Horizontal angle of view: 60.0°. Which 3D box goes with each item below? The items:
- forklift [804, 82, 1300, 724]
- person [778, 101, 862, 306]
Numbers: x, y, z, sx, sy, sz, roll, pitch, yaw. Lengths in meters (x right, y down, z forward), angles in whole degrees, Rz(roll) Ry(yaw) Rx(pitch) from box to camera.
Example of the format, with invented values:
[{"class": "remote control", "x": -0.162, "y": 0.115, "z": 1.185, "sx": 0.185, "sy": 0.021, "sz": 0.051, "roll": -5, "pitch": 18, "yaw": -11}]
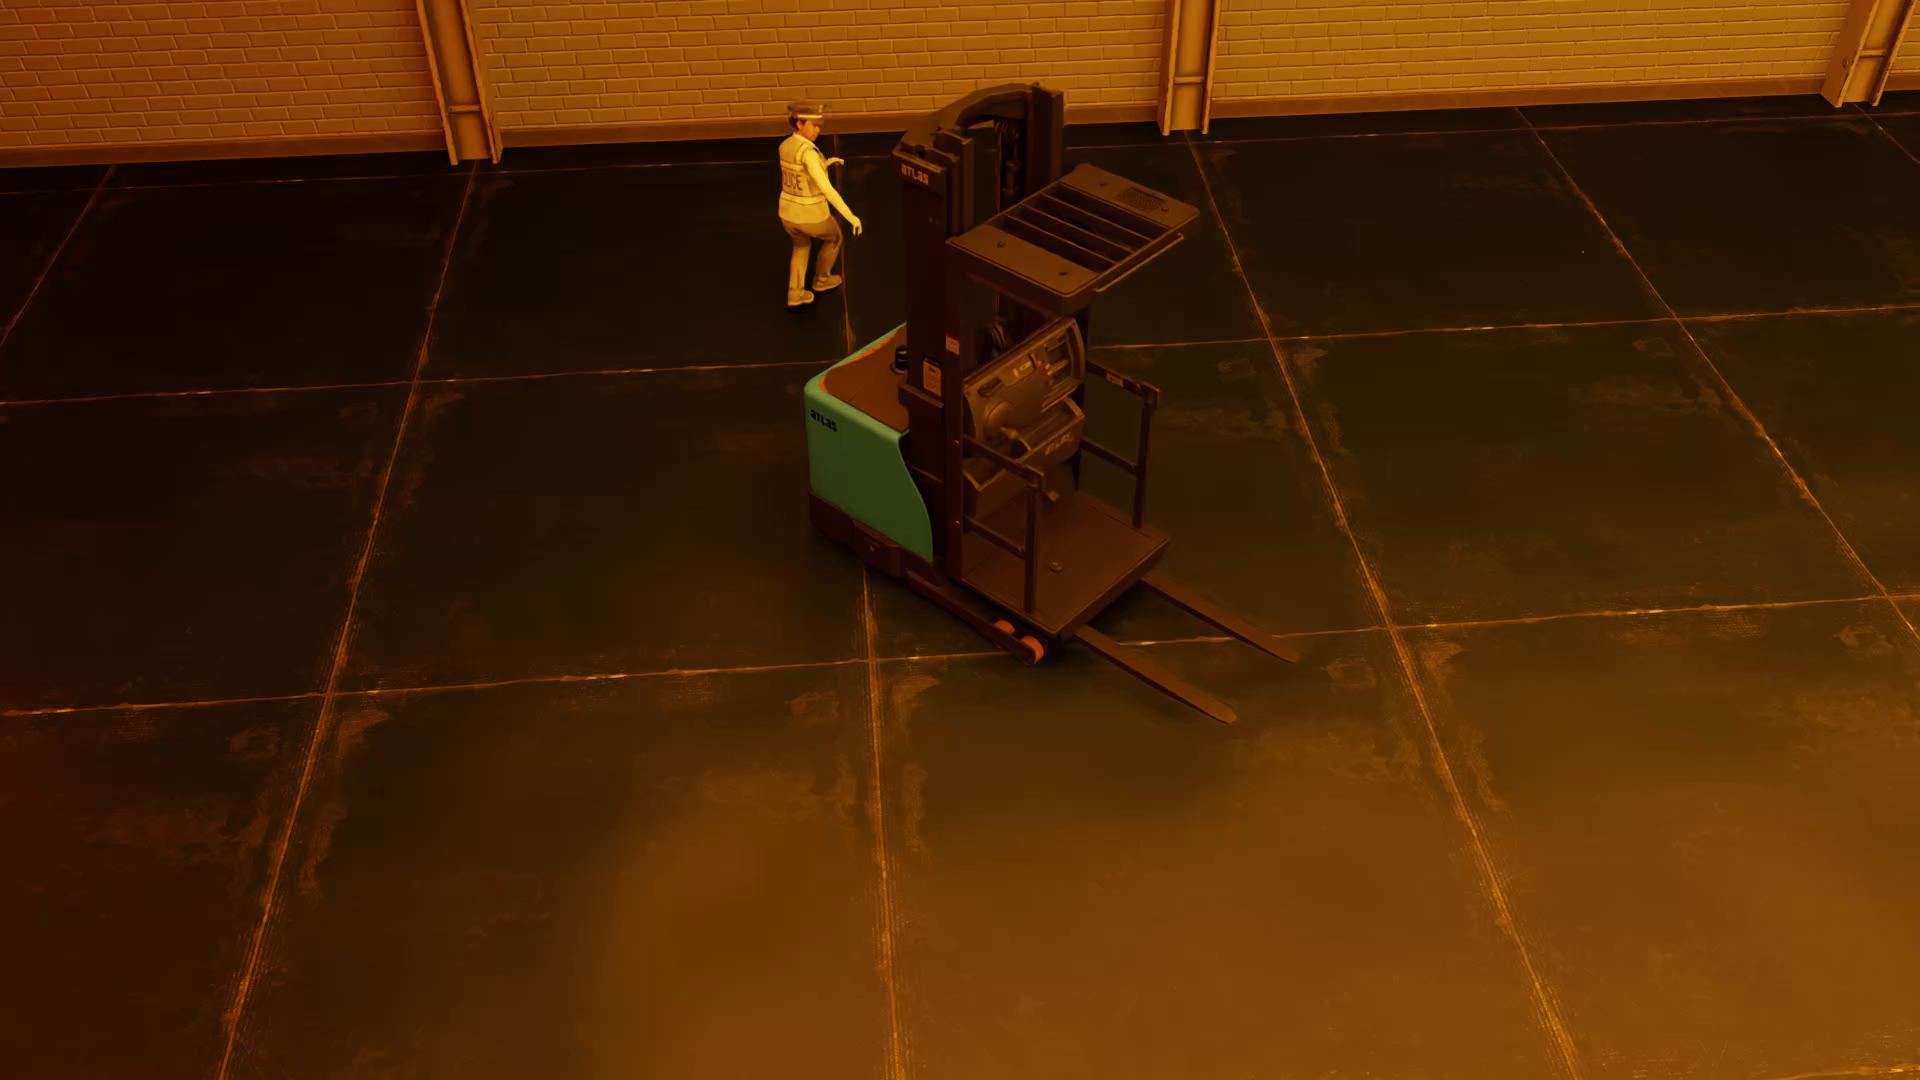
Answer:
[{"class": "forklift", "x": 0.514, "y": -0.797, "z": 8.870, "sx": 3.031, "sy": 2.935, "sz": 1.130, "roll": 30, "pitch": 49, "yaw": 30}, {"class": "person", "x": -0.958, "y": -2.357, "z": 11.775, "sx": 0.814, "sy": 1.544, "sz": 0.802, "roll": 25, "pitch": 47, "yaw": 27}]
